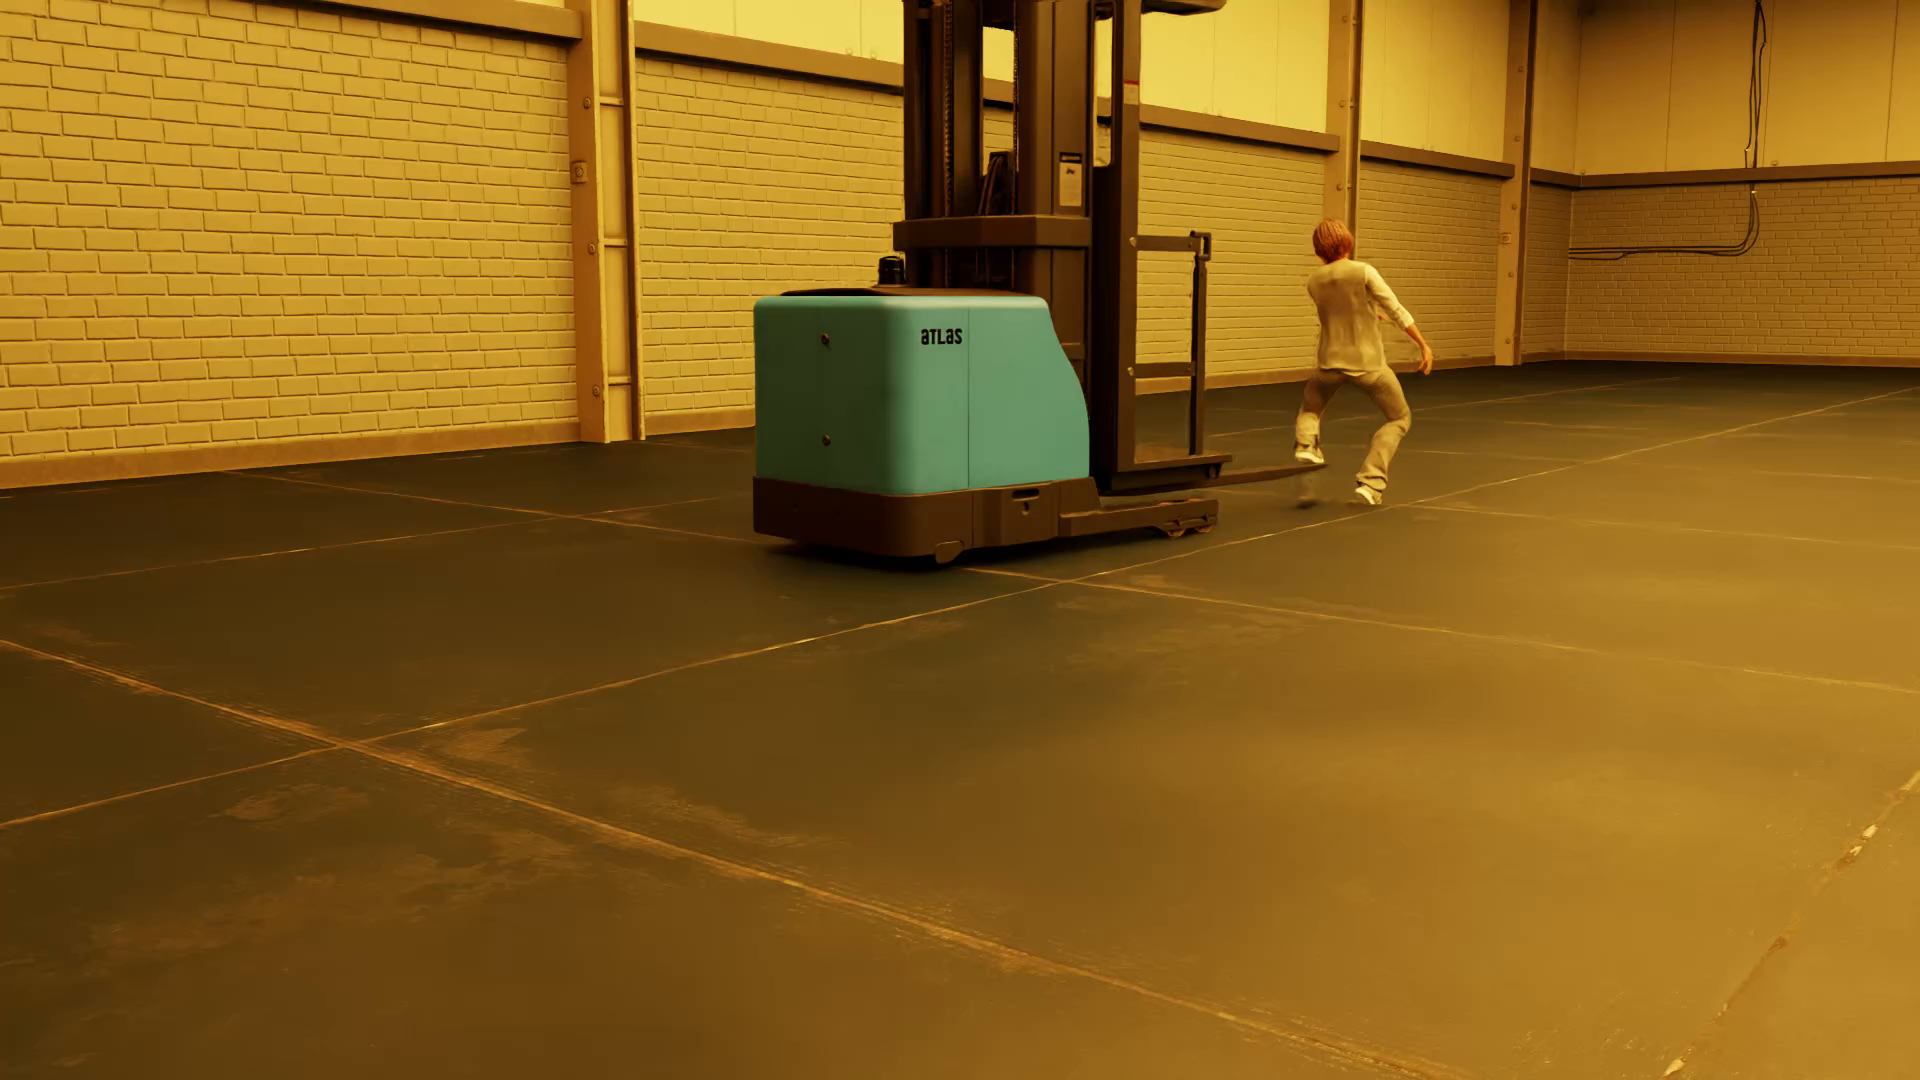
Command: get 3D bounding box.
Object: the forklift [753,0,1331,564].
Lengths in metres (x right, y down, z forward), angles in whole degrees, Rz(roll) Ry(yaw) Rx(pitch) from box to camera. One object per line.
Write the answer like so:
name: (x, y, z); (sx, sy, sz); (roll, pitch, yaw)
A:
forklift: (0.549, -1.509, 7.593); (3.031, 2.935, 1.130); (-7, 11, -41)

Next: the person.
person: (2.098, -0.879, 8.661); (0.708, 1.531, 0.770); (4, 9, 26)
